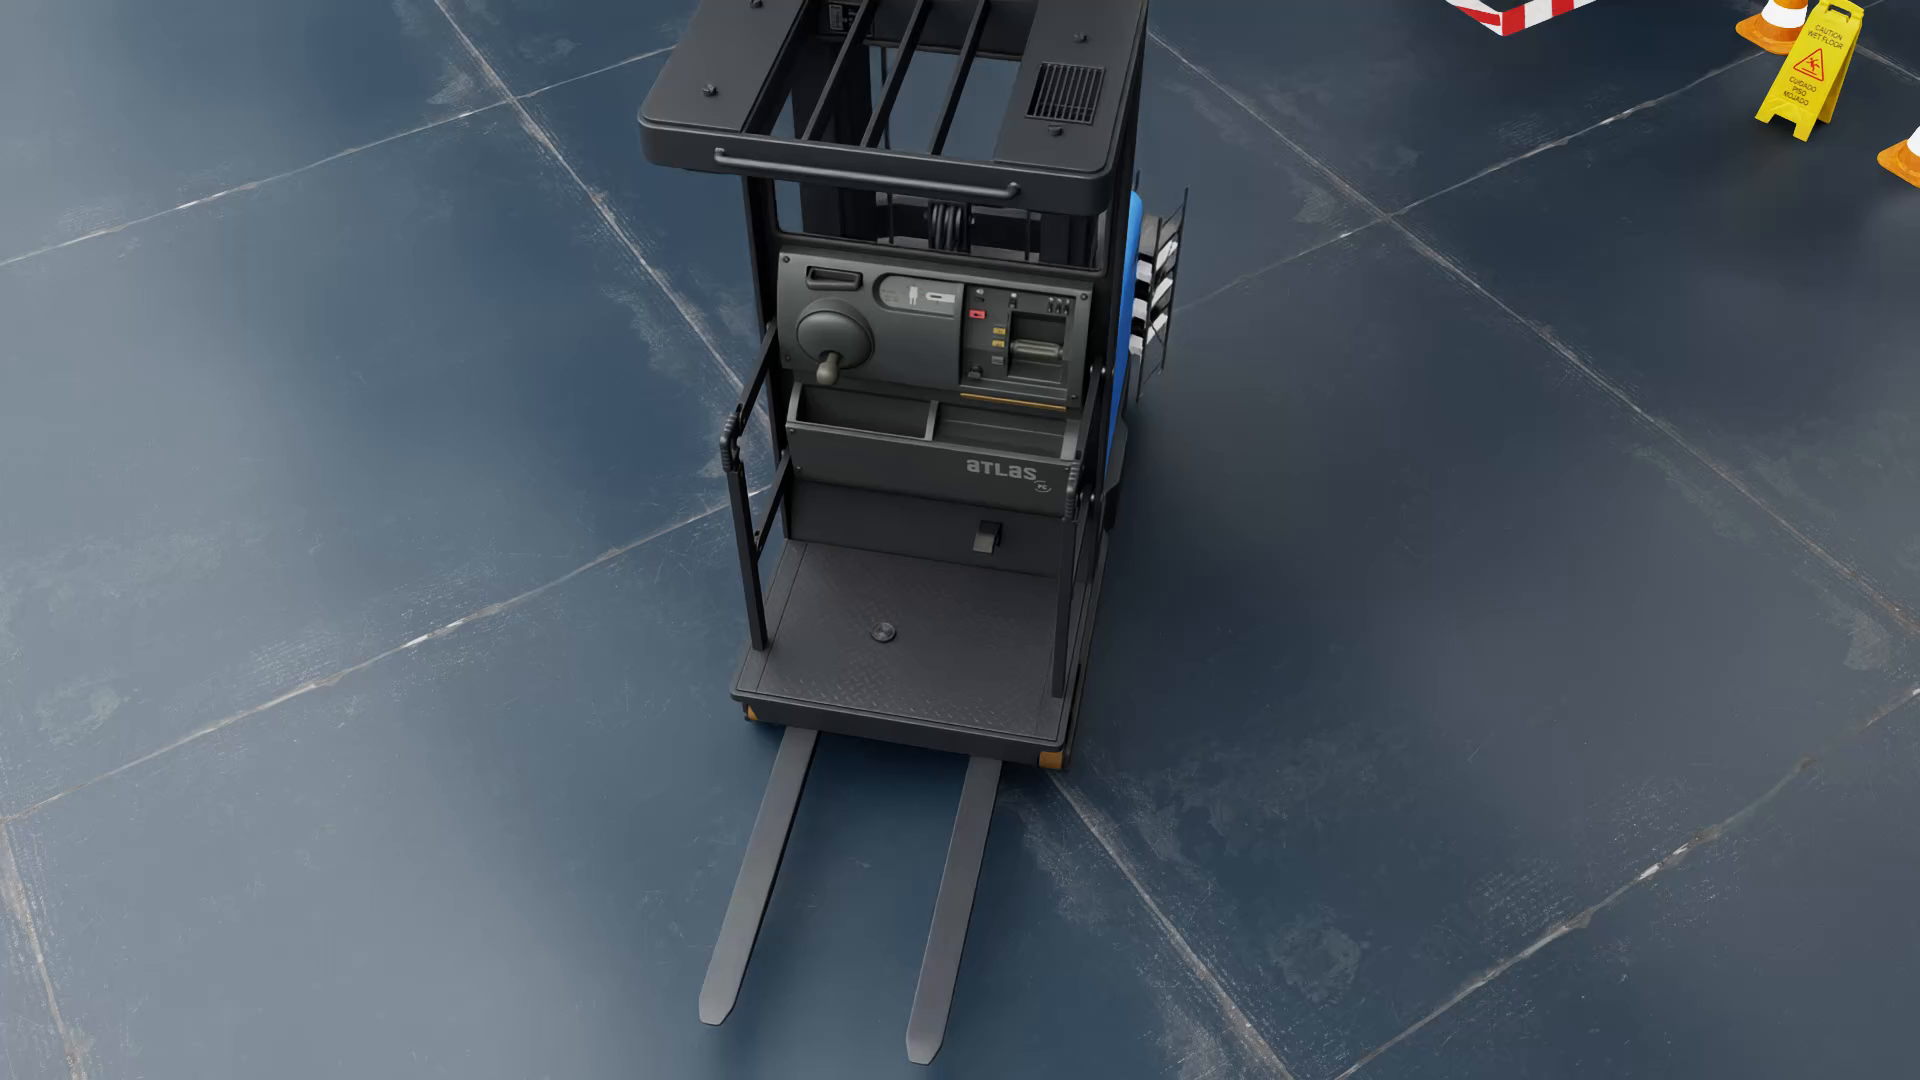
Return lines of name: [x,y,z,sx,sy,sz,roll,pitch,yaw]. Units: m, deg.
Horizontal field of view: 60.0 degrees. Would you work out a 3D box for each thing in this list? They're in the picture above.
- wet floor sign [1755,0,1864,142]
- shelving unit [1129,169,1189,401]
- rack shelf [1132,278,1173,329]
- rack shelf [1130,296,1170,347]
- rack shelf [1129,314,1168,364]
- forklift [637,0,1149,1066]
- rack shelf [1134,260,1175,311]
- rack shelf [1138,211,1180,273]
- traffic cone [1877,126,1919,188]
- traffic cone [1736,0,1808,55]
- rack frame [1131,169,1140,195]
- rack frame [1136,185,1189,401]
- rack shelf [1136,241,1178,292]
wet floor sign: [4.034,-2.247,7.819,0.232,0.644,0.267,-34,57,-27]
shelving unit: [0.699,-0.984,6.518,0.210,0.900,0.258,25,51,20]
rack shelf: [0.698,-0.962,6.543,0.200,0.077,0.258,25,51,20]
rack shelf: [0.697,-0.900,6.608,0.200,0.077,0.258,25,51,20]
rack shelf: [0.696,-0.838,6.674,0.200,0.077,0.258,25,51,20]
forklift: [-0.121,-0.516,4.747,1.130,2.935,3.031,8,49,7]
rack shelf: [0.700,-1.023,6.477,0.200,0.077,0.258,25,51,20]
rack shelf: [0.702,-1.146,6.346,0.200,0.077,0.258,25,51,20]
traffic cone: [4.524,-1.914,7.644,0.334,0.463,0.336,-25,53,-21]
traffic cone: [4.209,-2.763,8.400,0.334,0.463,0.336,-25,53,-21]
rack frame: [0.612,-1.024,6.554,0.006,0.900,0.240,25,51,20]
rack frame: [0.786,-0.945,6.483,0.006,0.900,0.240,25,51,20]
rack shelf: [0.701,-1.085,6.411,0.200,0.077,0.258,25,51,20]
